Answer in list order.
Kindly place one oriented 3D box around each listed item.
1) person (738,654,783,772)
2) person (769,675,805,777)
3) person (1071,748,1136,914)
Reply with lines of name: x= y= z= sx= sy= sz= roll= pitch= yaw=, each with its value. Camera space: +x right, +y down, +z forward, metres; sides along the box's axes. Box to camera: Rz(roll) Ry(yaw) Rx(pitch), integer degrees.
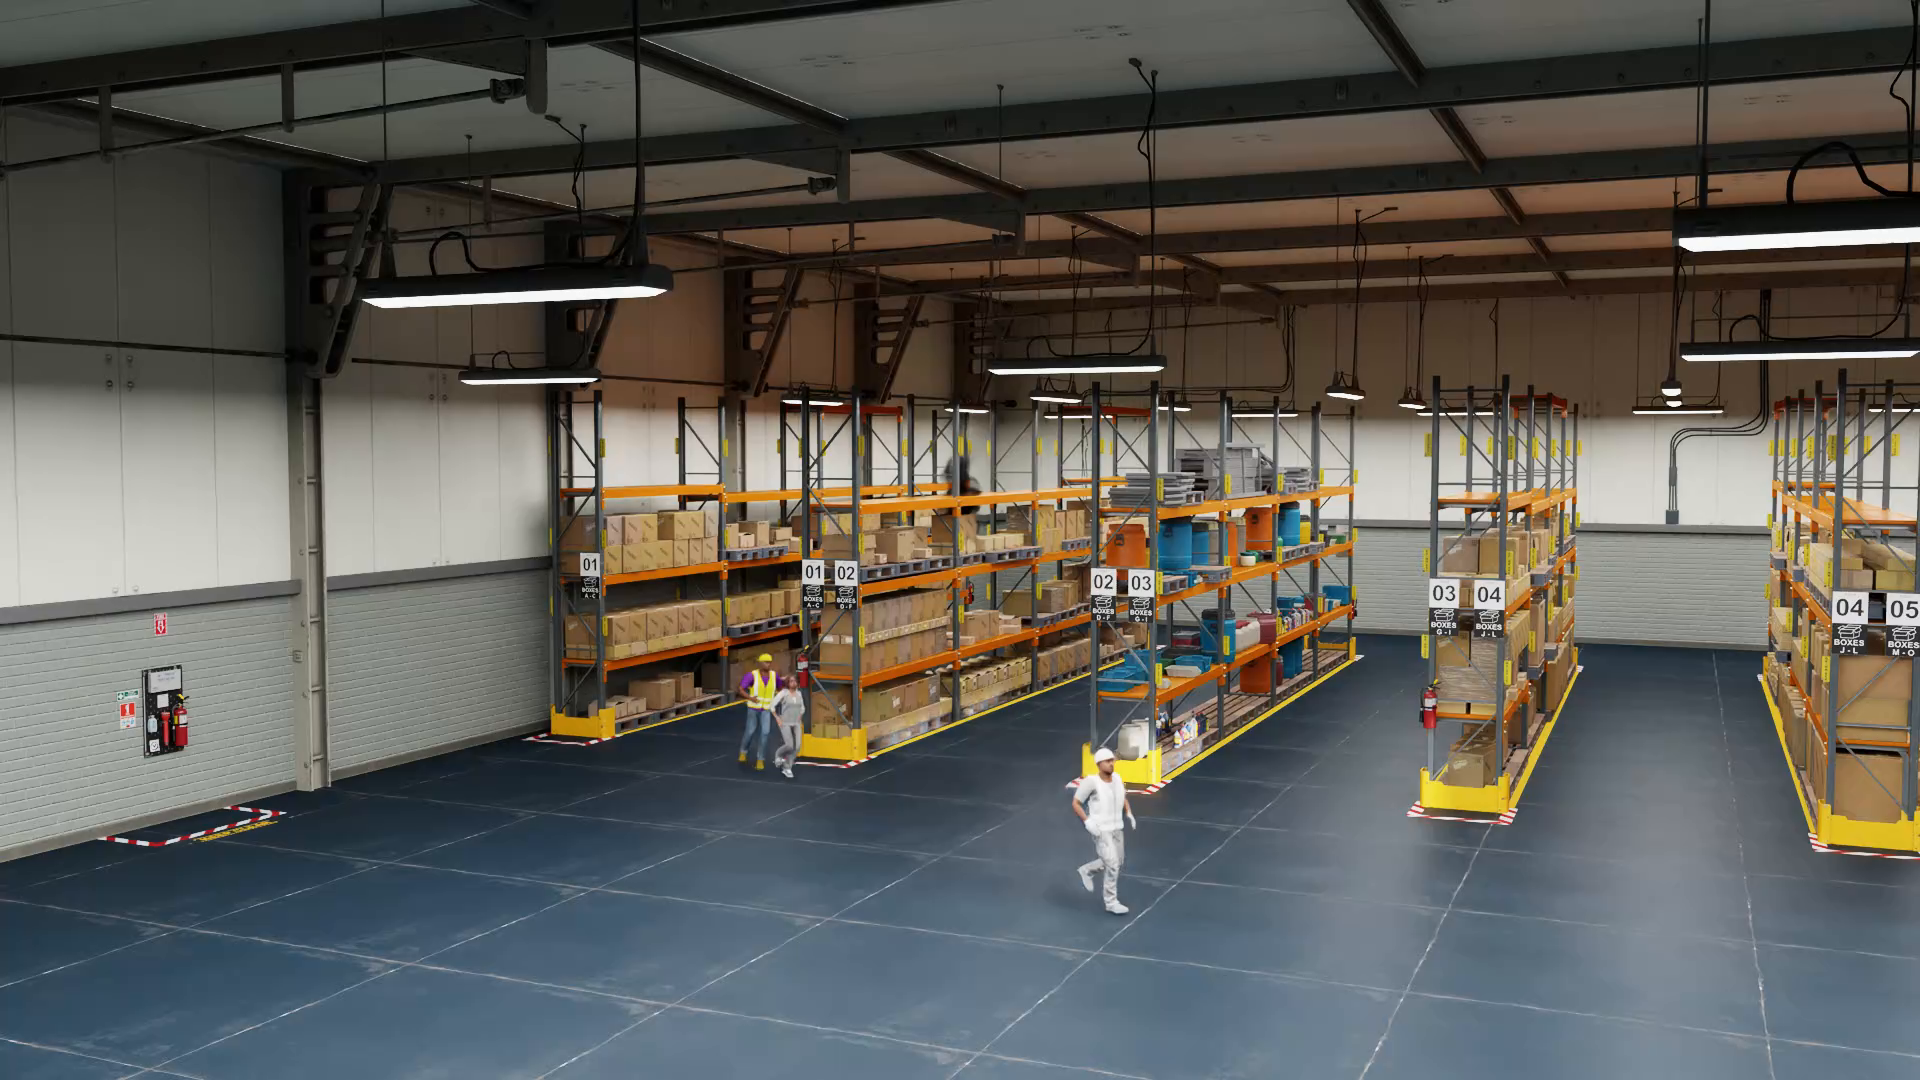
person: x=-3.106 y=2.676 z=26.127 sx=0.765 sy=1.790 sz=0.803 roll=-1 pitch=3 yaw=-20
person: x=-2.606 y=2.838 z=25.407 sx=0.544 sy=1.555 sz=0.502 roll=-2 pitch=4 yaw=-36
person: x=1.538 y=3.127 z=18.047 sx=0.720 sy=1.750 sz=0.812 roll=-3 pitch=4 yaw=-41
